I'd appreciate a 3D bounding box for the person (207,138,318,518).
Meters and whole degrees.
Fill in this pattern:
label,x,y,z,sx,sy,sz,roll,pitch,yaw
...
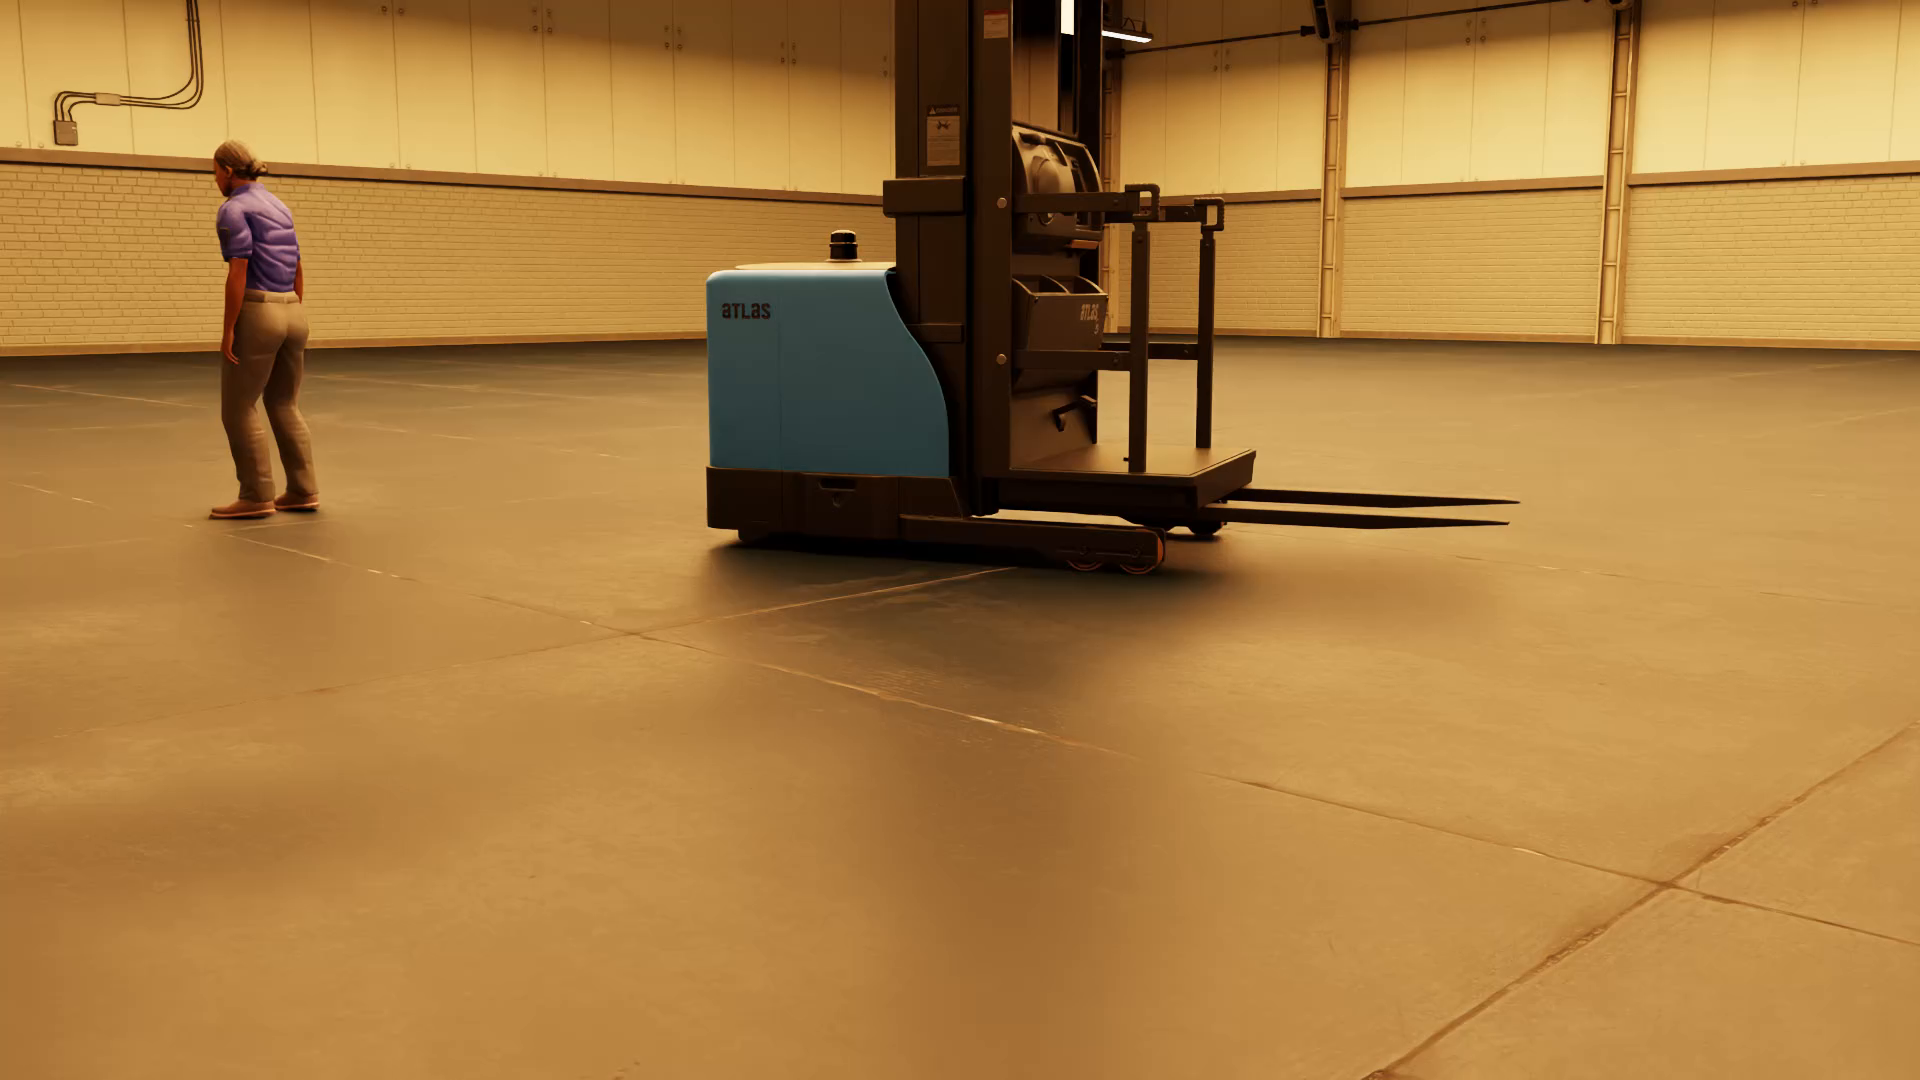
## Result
label,x,y,z,sx,sy,sz,roll,pitch,yaw
person,-3.110,-0.935,7.381,0.351,1.654,0.532,2,9,12

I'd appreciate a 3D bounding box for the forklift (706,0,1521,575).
label,x,y,z,sx,sy,sz,roll,pitch,yaw
forklift,0.565,-1.416,6.275,3.031,2.935,1.130,3,9,22
